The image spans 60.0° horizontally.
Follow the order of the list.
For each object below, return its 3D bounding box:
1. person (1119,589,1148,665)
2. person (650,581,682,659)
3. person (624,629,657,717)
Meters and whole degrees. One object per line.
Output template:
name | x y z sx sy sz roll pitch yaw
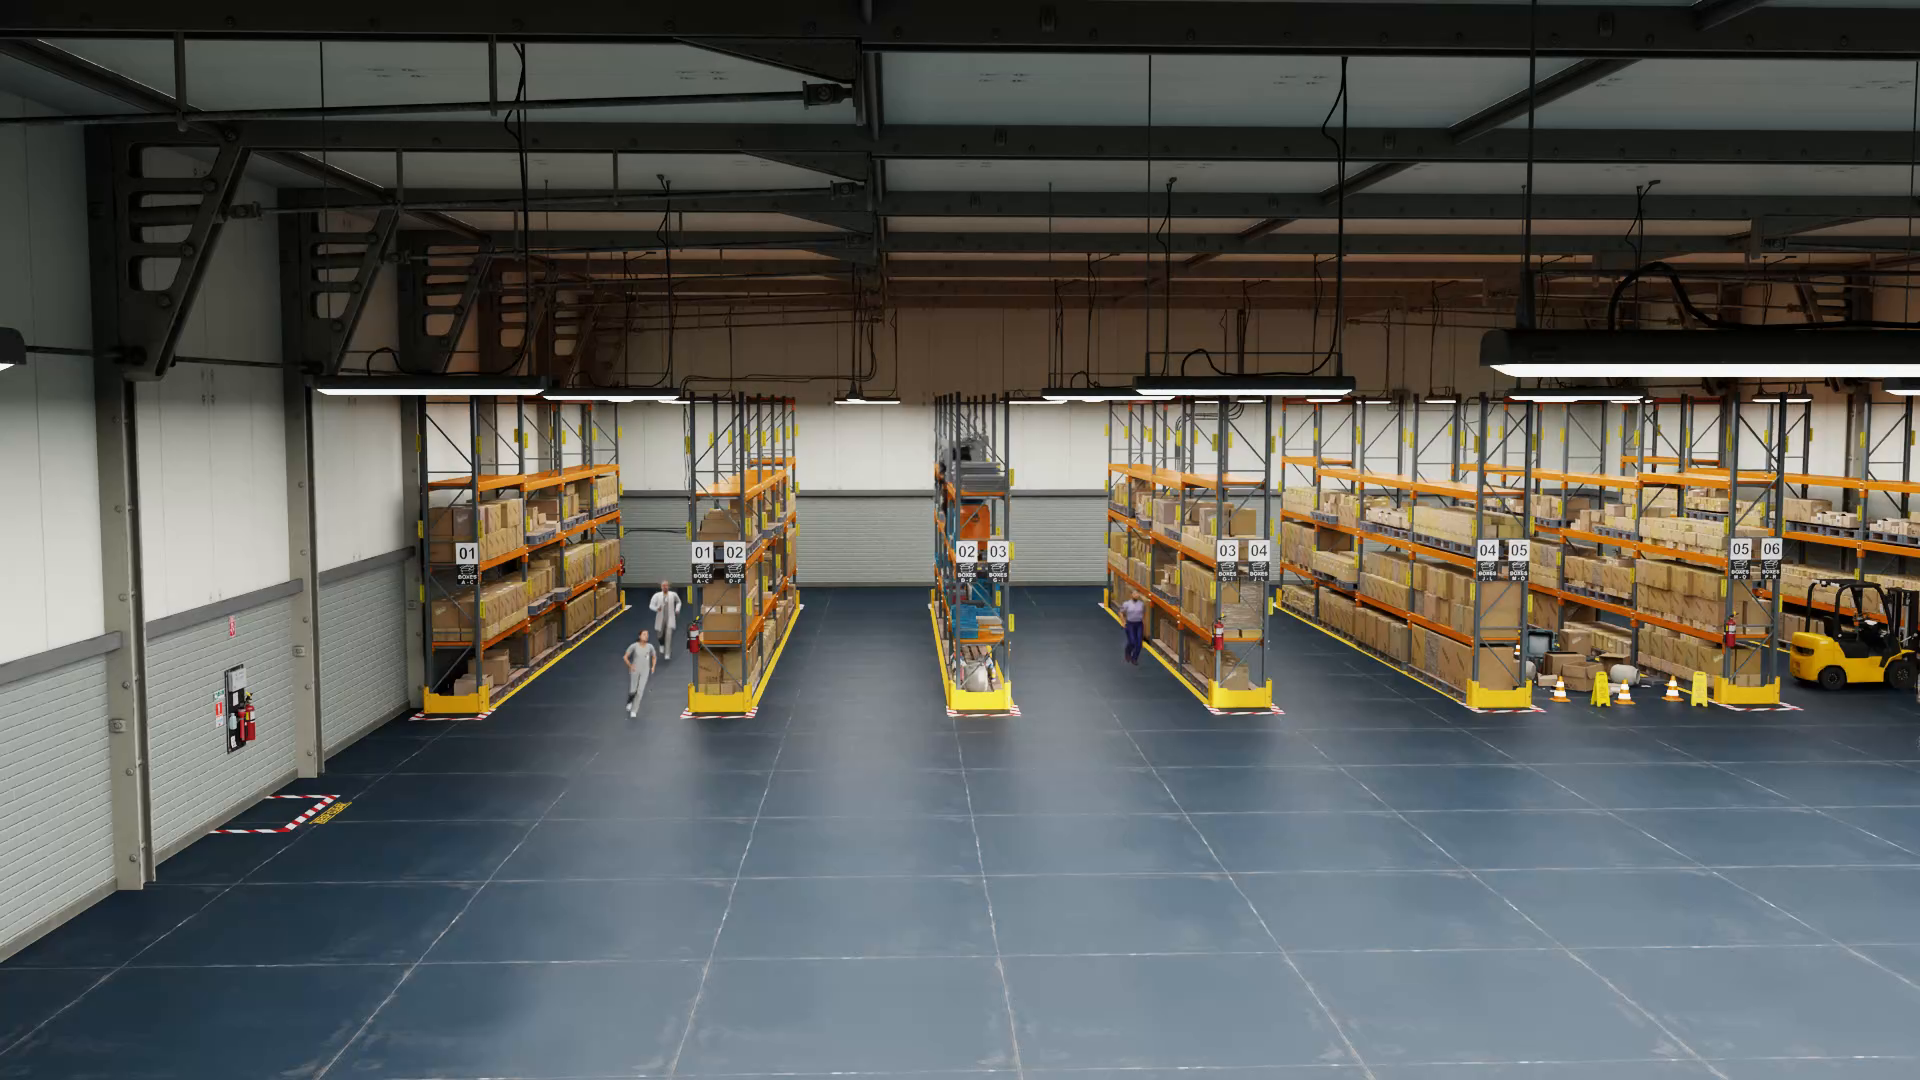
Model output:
person | 3.674 1.832 34.947 0.607 1.601 0.501 -1 5 -11
person | -6.707 1.809 37.908 0.721 1.750 0.958 -1 5 -10
person | -5.906 2.452 30.800 0.616 1.590 0.610 -1 5 -17
